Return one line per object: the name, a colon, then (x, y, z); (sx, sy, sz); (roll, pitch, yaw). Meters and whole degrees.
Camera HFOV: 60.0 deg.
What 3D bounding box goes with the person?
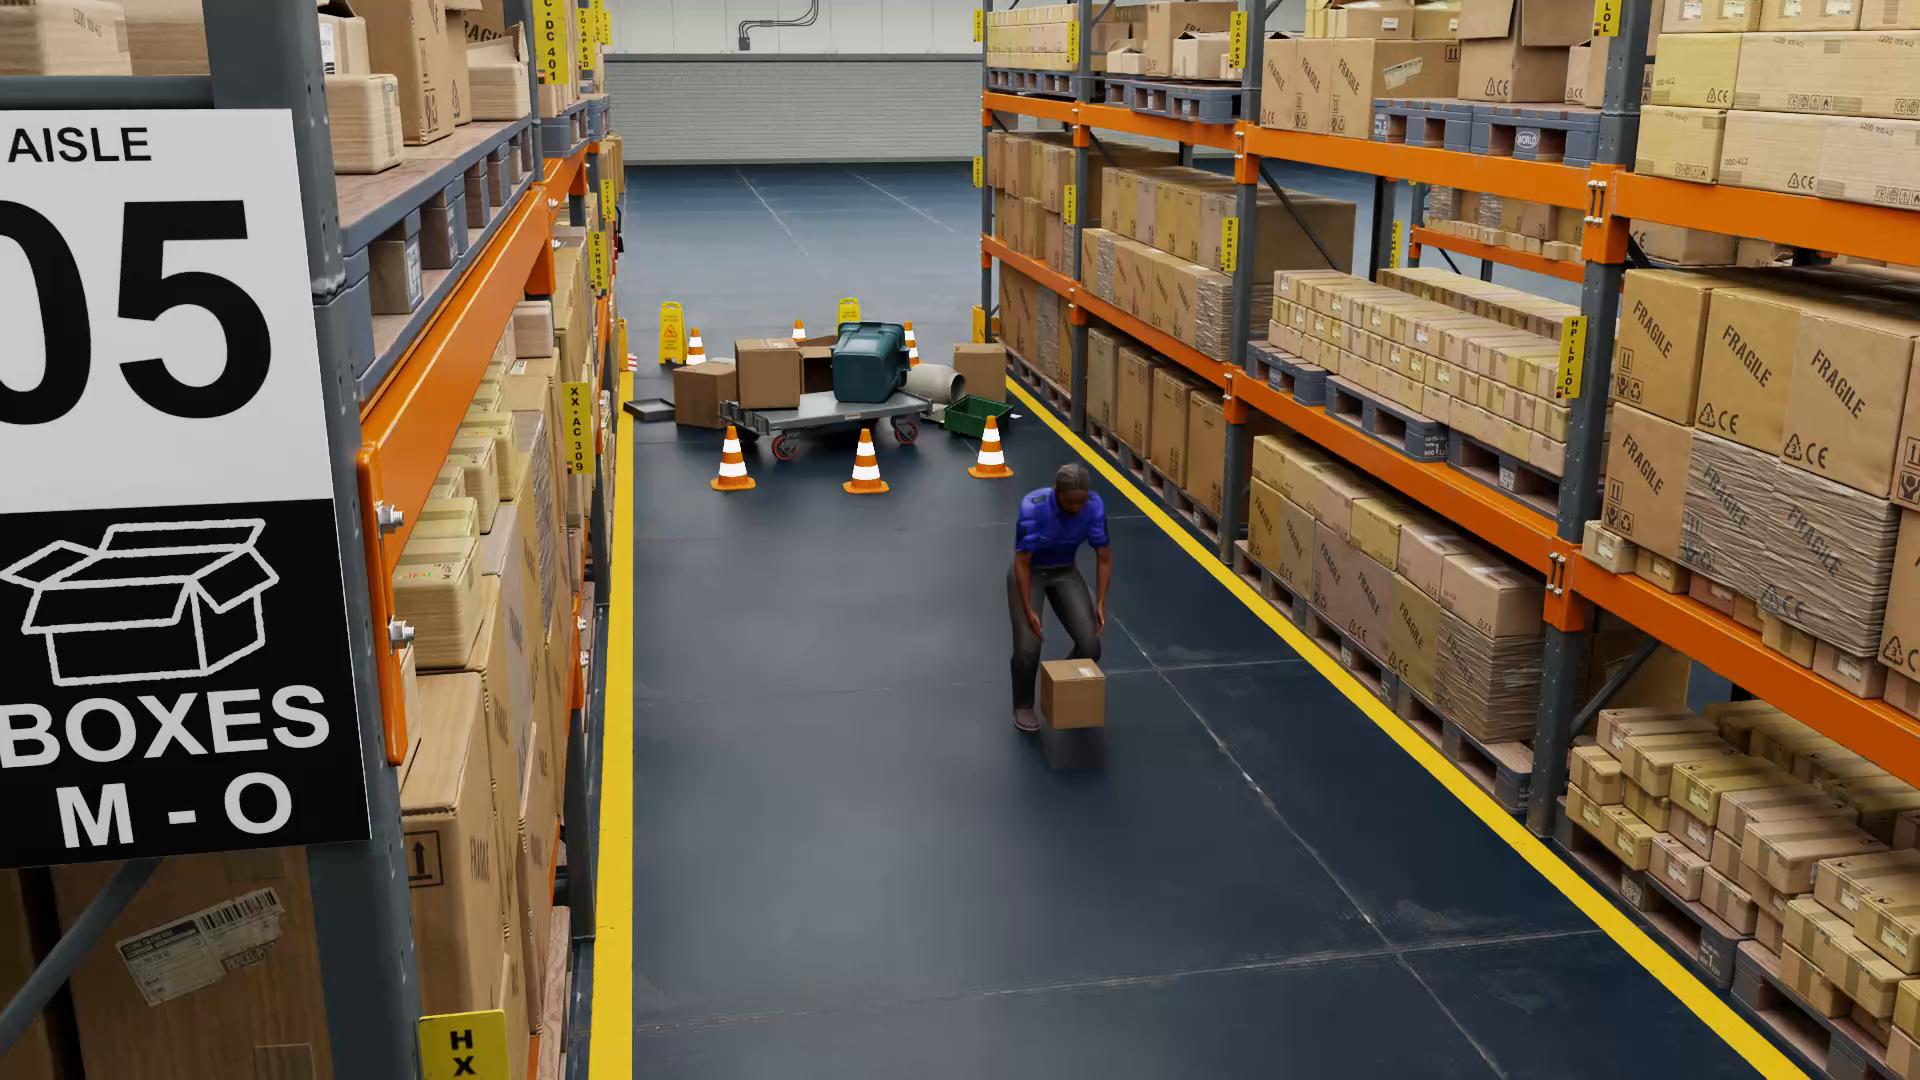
person: (0.487, 0.252, 8.185); (0.495, 1.391, 0.616); (-3, 17, -10)
